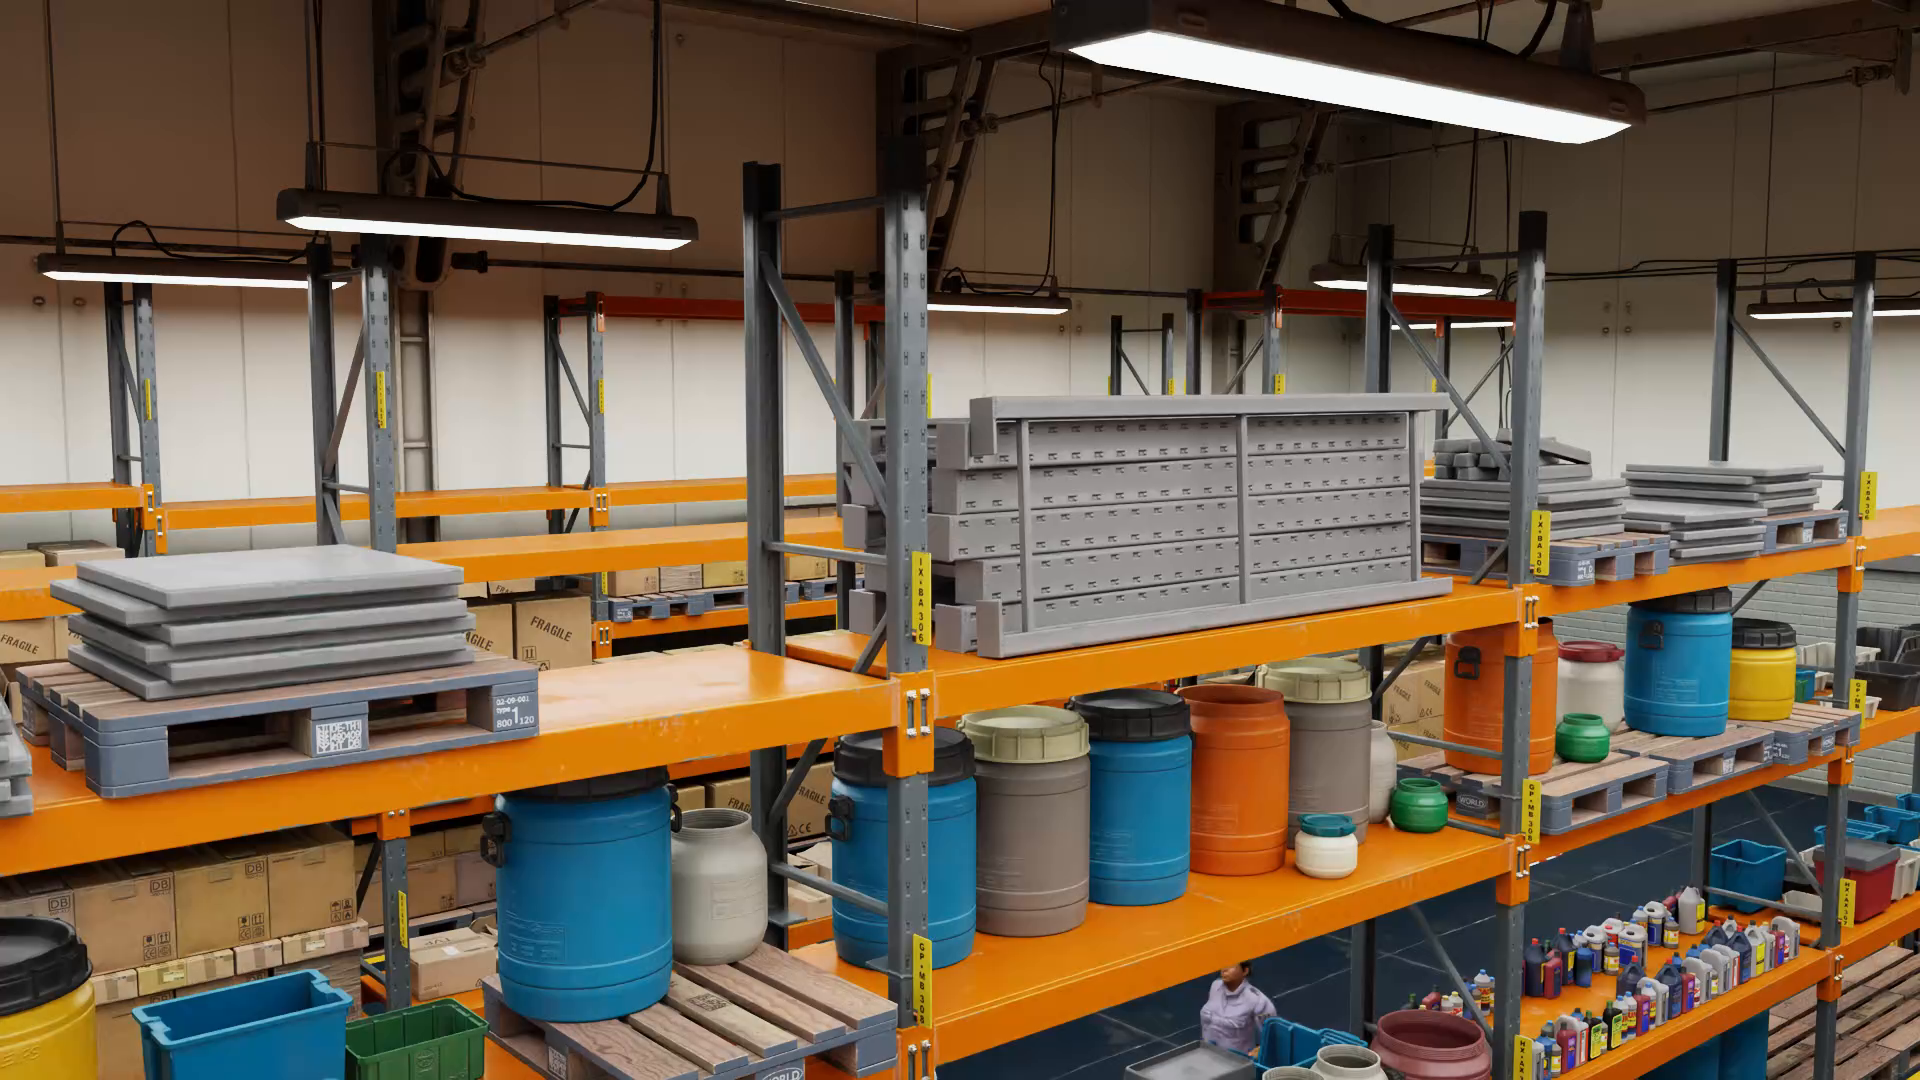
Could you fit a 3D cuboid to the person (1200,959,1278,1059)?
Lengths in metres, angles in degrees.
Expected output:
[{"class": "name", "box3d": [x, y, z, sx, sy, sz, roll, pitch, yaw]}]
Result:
[{"class": "person", "box3d": [1.750, 3.368, 10.569, 0.550, 1.606, 0.616, -5, 7, -40]}]
